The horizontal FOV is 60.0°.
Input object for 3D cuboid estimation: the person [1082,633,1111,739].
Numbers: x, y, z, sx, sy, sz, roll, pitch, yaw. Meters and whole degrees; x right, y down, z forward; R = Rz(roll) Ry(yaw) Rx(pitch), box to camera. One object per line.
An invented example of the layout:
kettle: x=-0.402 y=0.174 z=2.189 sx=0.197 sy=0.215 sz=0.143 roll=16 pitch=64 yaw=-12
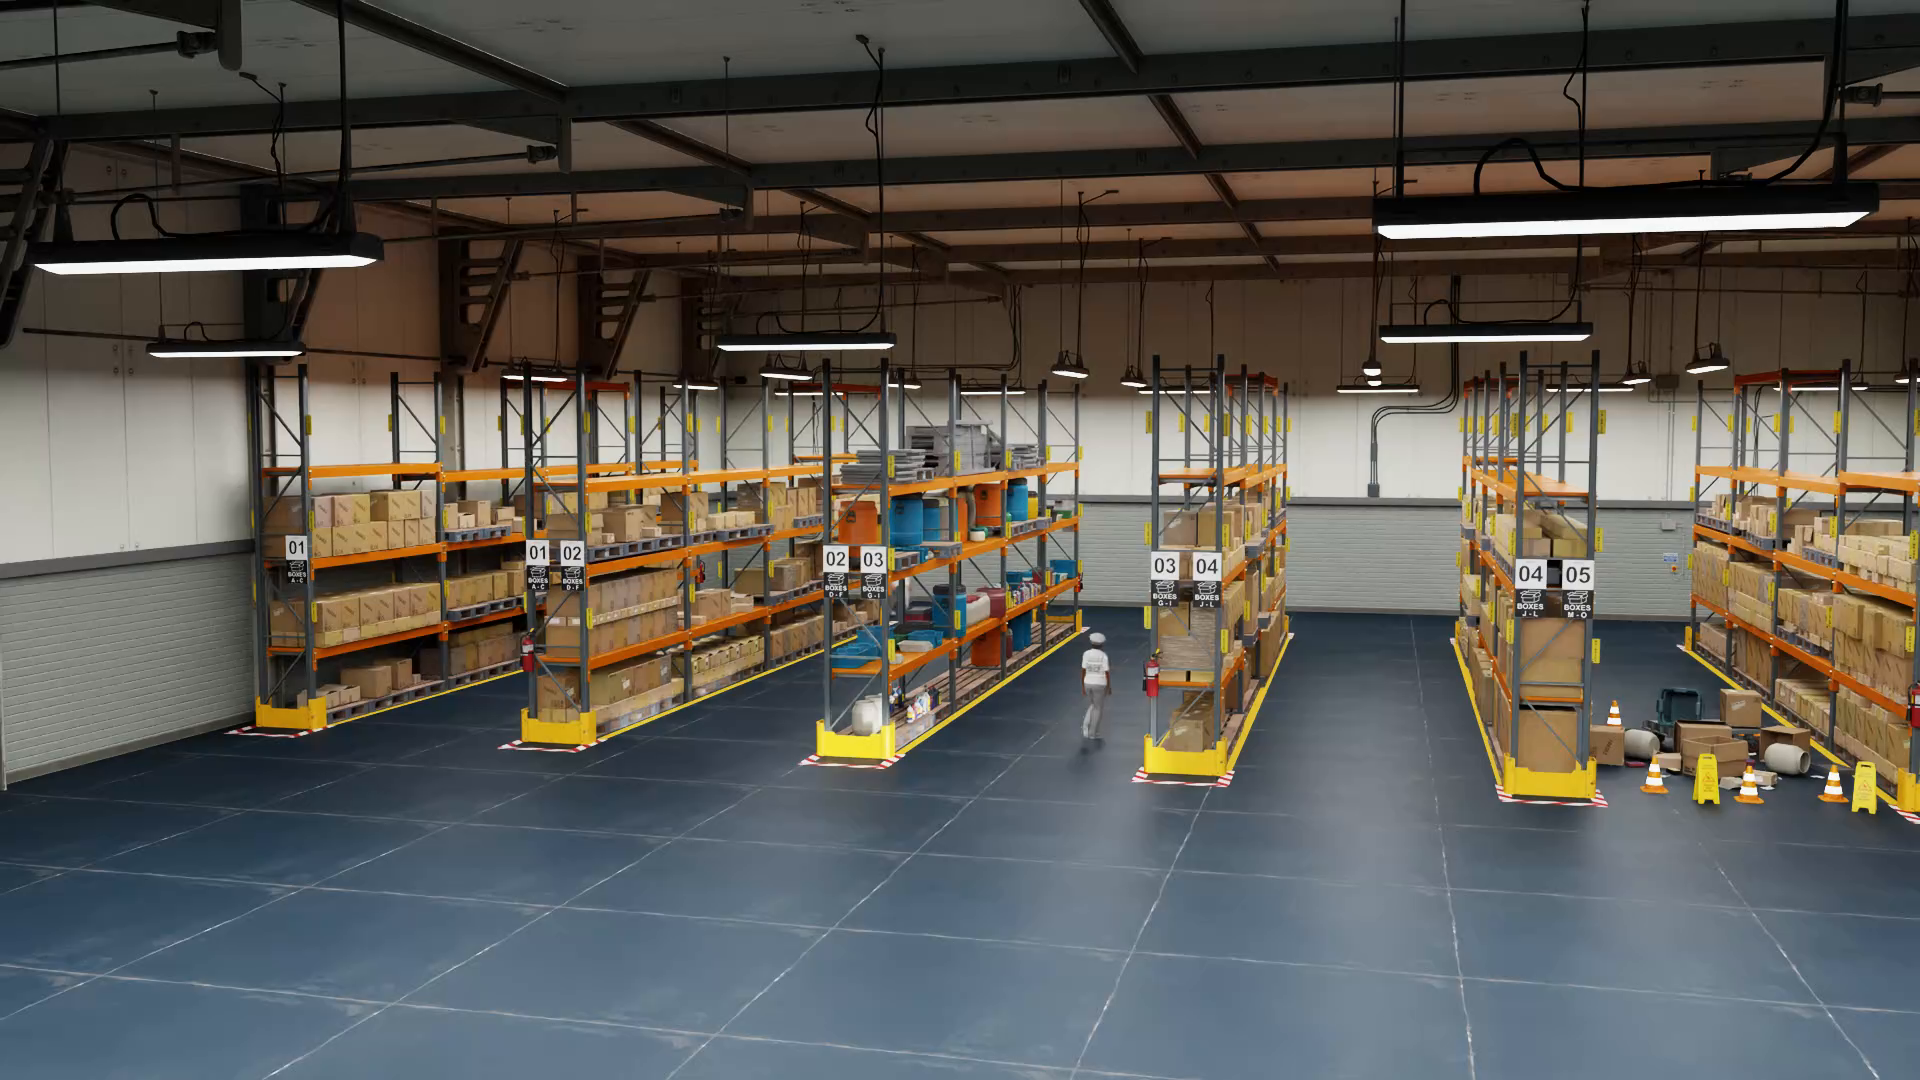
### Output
person: x=2.201 y=2.326 z=26.453 sx=0.422 sy=1.698 sz=0.441 roll=-3 pitch=5 yaw=-41

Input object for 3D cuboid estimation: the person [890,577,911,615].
person: x=-1.513 y=1.178 z=43.096 sx=0.605 sy=1.735 sz=1.013 roll=-1 pitch=4 yaw=-18
